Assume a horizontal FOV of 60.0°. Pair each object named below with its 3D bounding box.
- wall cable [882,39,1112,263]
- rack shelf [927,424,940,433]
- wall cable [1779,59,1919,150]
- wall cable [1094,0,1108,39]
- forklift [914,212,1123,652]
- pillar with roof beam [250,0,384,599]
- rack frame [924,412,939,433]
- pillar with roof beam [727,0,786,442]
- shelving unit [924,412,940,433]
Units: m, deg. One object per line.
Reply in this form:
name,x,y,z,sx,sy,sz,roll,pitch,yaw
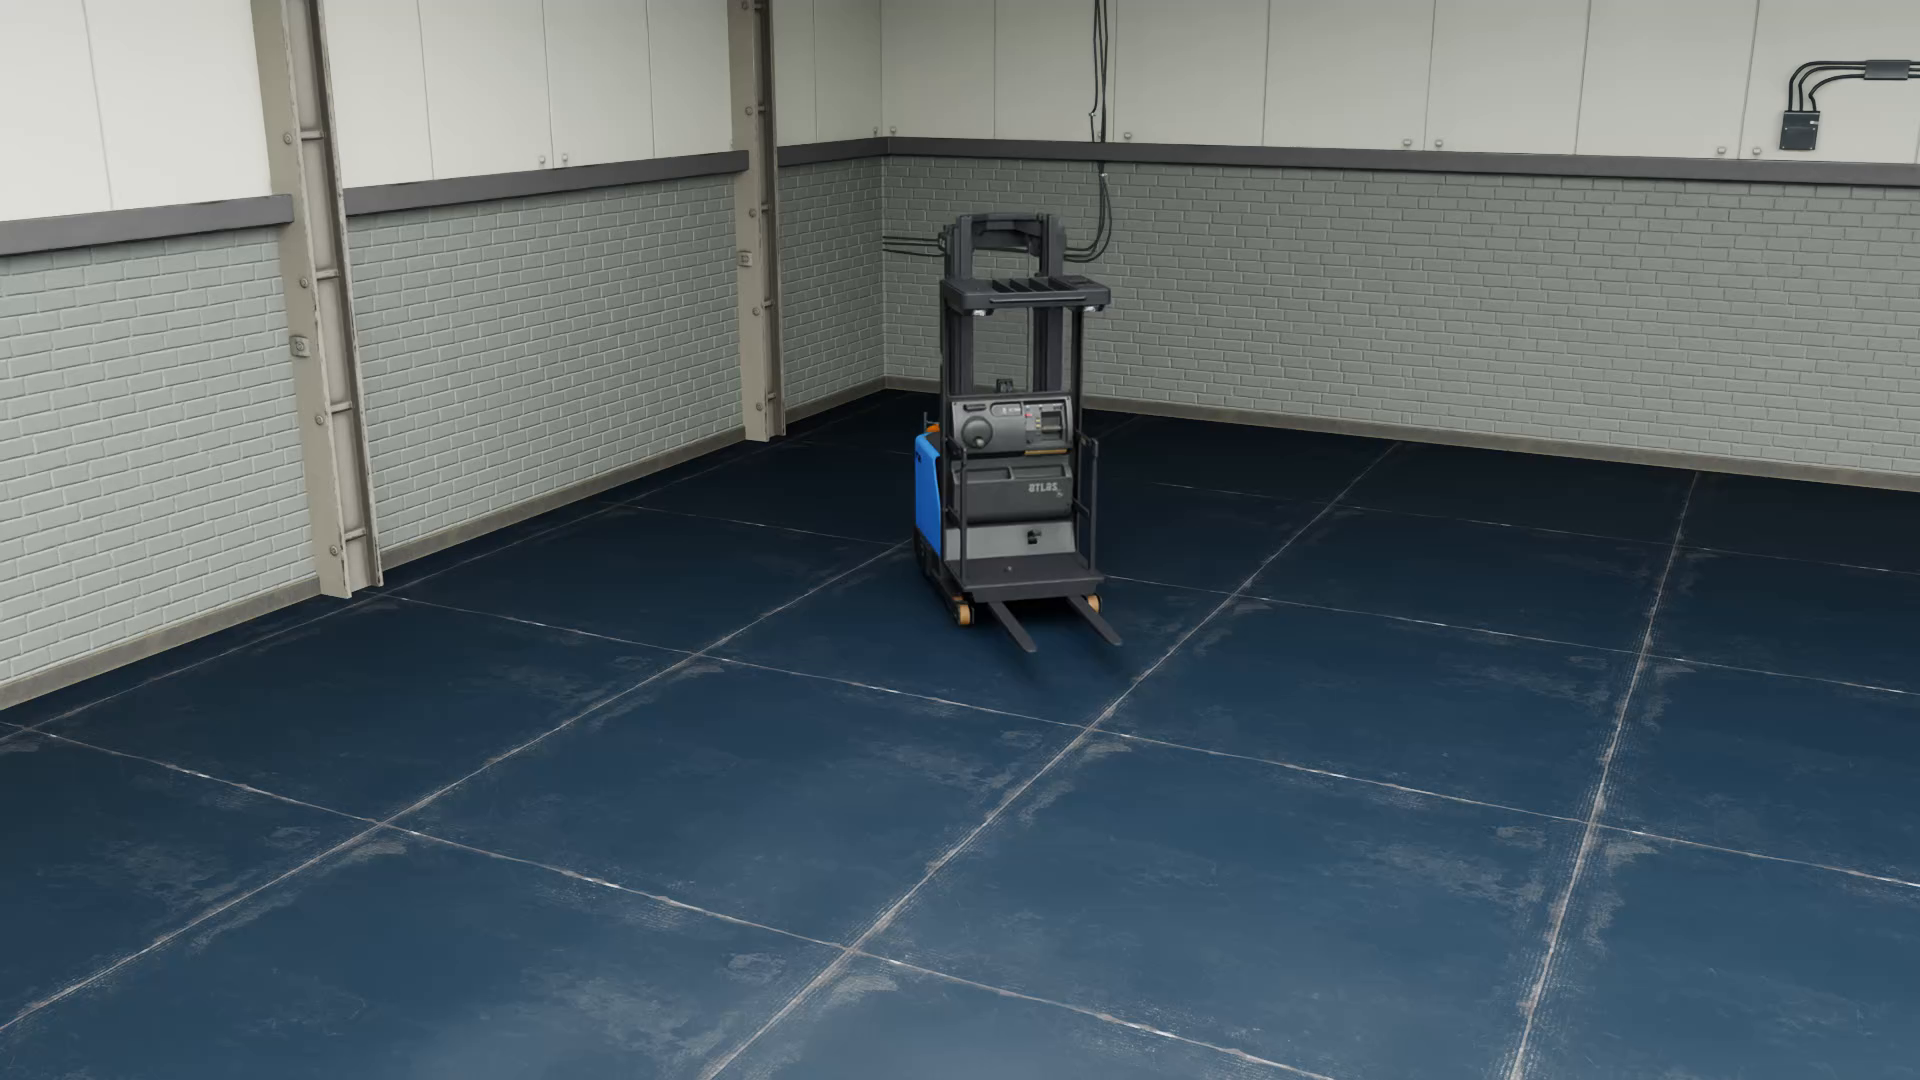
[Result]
wall cable,0.343,-4.547,19.484,3.097,2.526,0.112,8,18,25
rack shelf,-0.079,-0.920,14.134,0.258,0.148,0.480,8,18,26
wall cable,8.829,-6.454,14.477,2.305,6.003,0.169,8,18,25
wall cable,2.763,-6.624,17.606,3.097,2.526,0.112,8,18,25
forklift,0.445,-0.880,12.339,1.130,2.935,3.031,-4,17,-12
pillar with roof beam,-0.986,-3.378,10.092,9.100,9.000,0.400,8,18,25
rack frame,-0.192,-0.481,14.038,0.240,1.200,0.015,8,18,26
pillar with roof beam,1.695,-4.906,15.237,9.100,9.000,0.400,8,18,25
shelving unit,-0.079,-0.543,14.245,0.258,1.200,0.503,8,18,26
